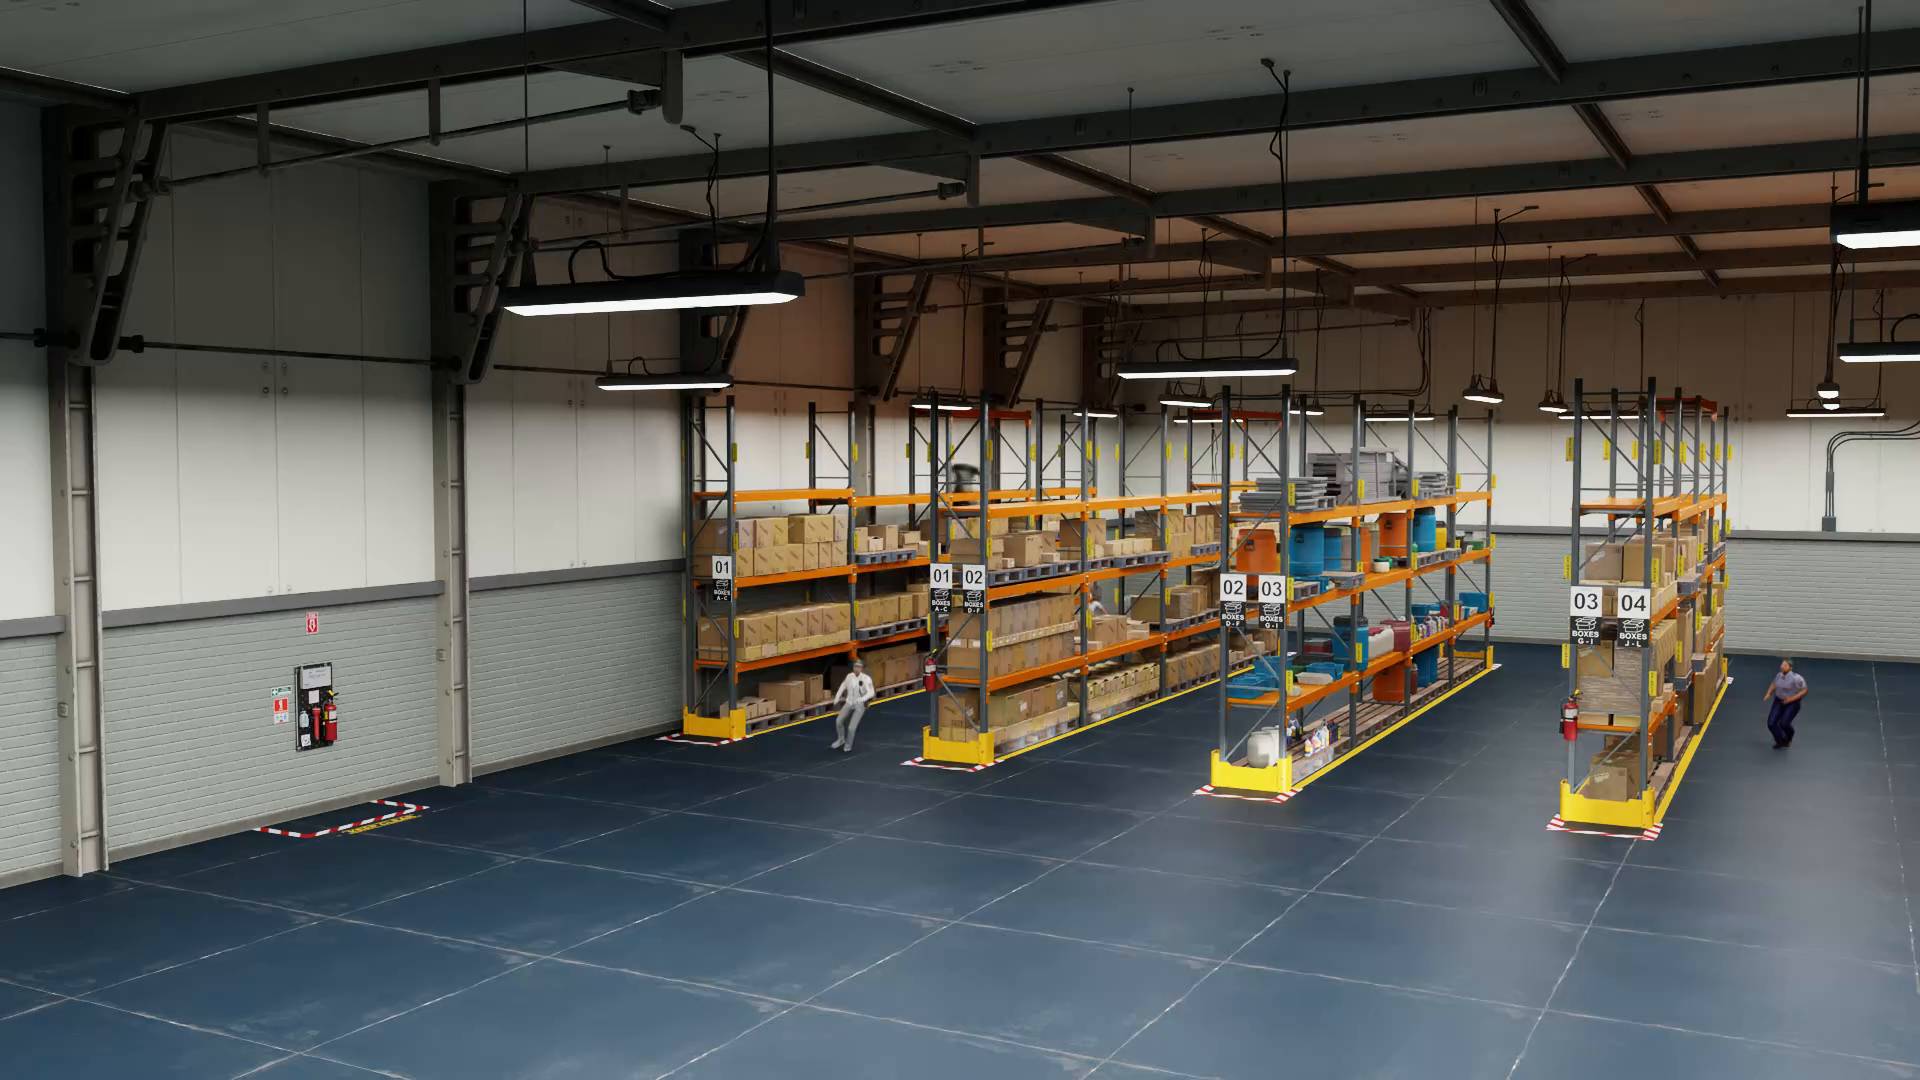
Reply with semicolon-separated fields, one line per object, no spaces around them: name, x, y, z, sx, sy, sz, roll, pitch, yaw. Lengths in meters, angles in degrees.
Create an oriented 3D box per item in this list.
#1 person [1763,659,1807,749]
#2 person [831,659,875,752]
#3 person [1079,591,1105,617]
person;13.917;2.775;27.994;0.518;1.556;0.674;-2;4;-36
person;-1.804;2.760;27.745;0.798;1.580;0.571;1;3;15
person;3.149;2.032;39.879;0.534;1.630;0.821;1;3;26
